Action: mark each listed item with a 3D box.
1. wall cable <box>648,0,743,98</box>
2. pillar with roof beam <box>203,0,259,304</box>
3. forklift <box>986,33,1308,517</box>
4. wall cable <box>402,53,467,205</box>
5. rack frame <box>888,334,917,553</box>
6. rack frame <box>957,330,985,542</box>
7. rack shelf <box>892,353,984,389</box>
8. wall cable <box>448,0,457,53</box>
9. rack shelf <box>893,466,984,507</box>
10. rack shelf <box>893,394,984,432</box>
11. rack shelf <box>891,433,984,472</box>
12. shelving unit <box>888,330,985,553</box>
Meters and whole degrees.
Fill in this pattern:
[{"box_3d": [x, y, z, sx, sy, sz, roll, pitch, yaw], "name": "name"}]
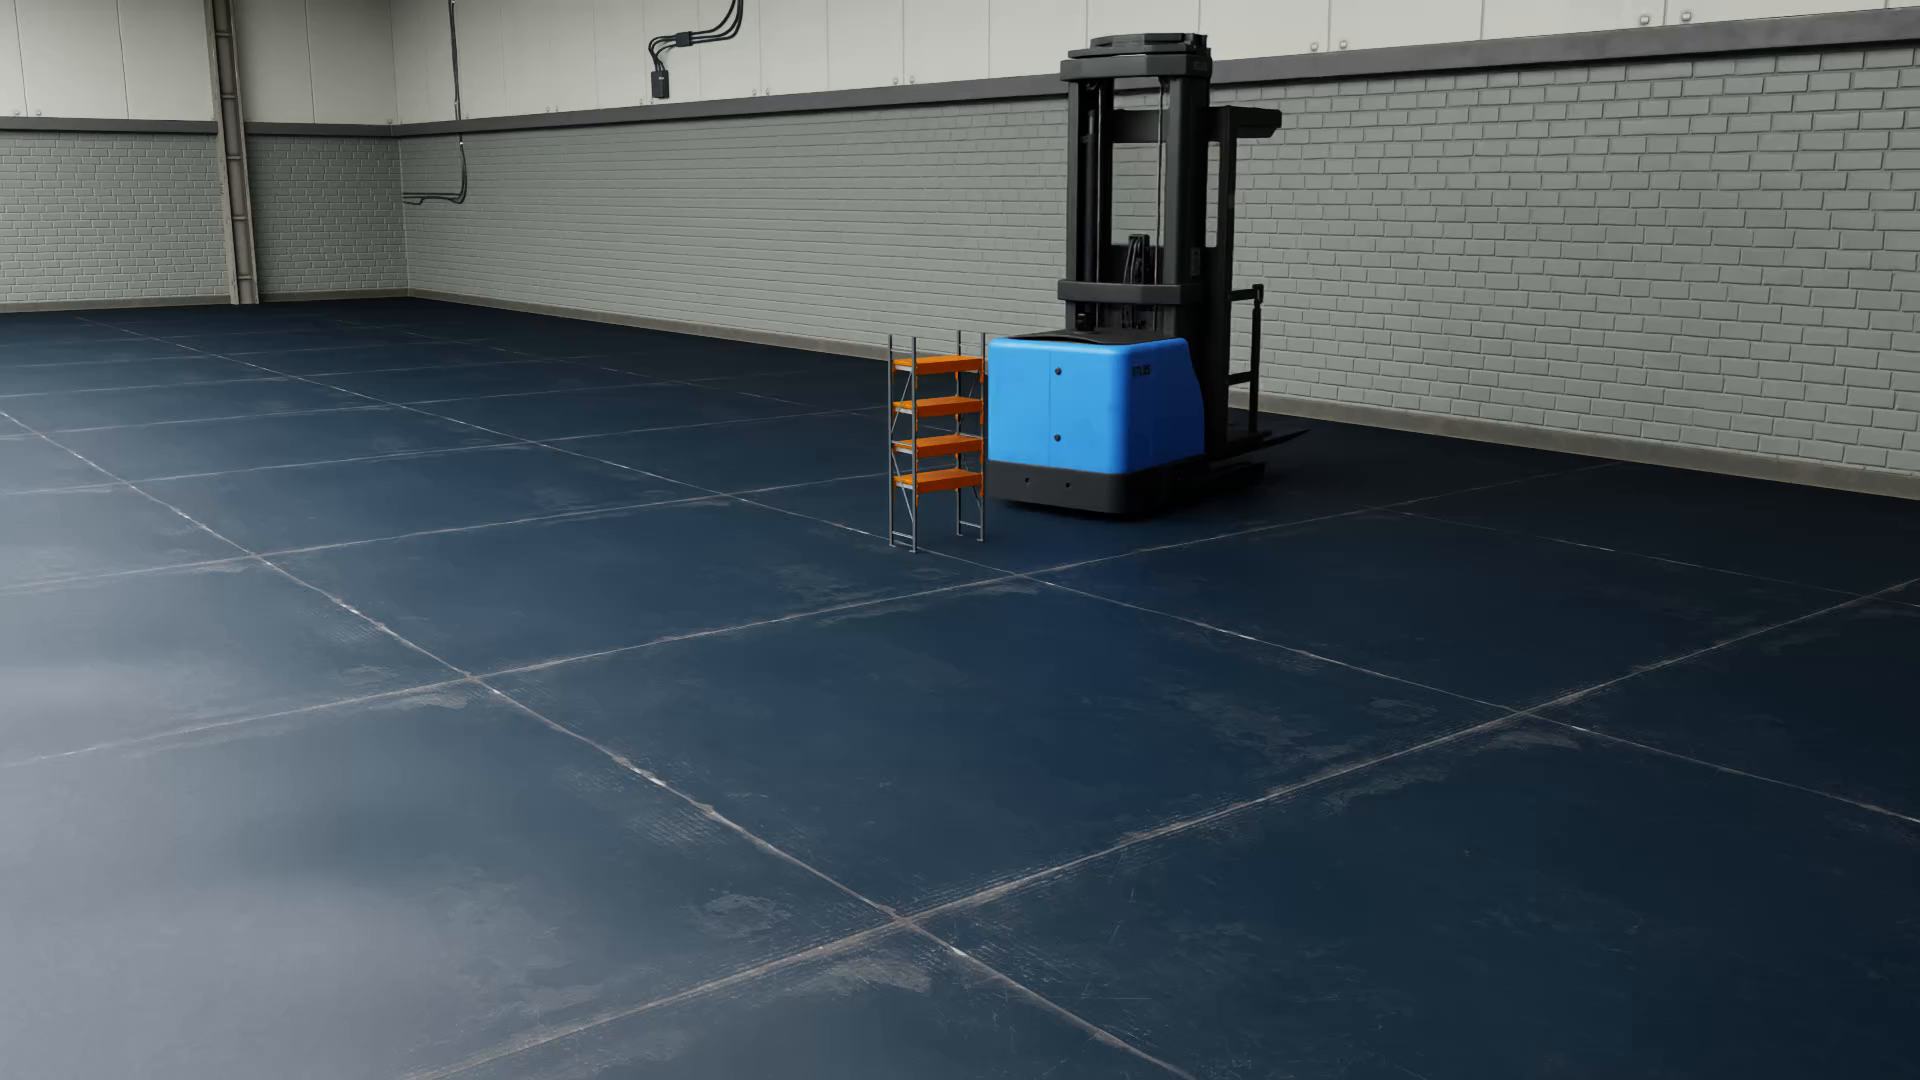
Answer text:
[{"box_3d": [-3.496, -8.840, 21.408, 0.169, 6.003, 2.305, -9, 15, -38], "name": "wall cable"}, {"box_3d": [-9.851, -7.852, 24.944, 0.400, 9.000, 9.100, -9, 15, -38], "name": "pillar with roof beam"}, {"box_3d": [1.443, -1.831, 11.197, 1.130, 2.935, 3.031, 9, 15, 35], "name": "forklift"}, {"box_3d": [-9.414, -7.200, 29.345, 0.112, 2.526, 3.097, -9, 15, -38], "name": "wall cable"}, {"box_3d": [-0.320, -0.534, 9.254, 0.015, 1.200, 0.240, -9, 15, -38], "name": "rack frame"}, {"box_3d": [0.061, -0.597, 9.552, 0.015, 1.200, 0.240, -9, 15, -38], "name": "rack frame"}, {"box_3d": [-0.129, -0.950, 9.321, 0.480, 0.148, 0.258, -9, 15, -38], "name": "rack shelf"}, {"box_3d": [-7.724, -9.231, 26.754, 0.112, 2.526, 3.097, -9, 15, -38], "name": "wall cable"}, {"box_3d": [-0.129, -0.305, 9.458, 0.480, 0.148, 0.258, -9, 15, -38], "name": "rack shelf"}, {"box_3d": [-0.129, -0.718, 9.370, 0.480, 0.148, 0.258, -9, 15, -38], "name": "rack shelf"}, {"box_3d": [-0.129, -0.500, 9.417, 0.480, 0.148, 0.258, -9, 15, -38], "name": "rack shelf"}, {"box_3d": [-0.129, -0.565, 9.403, 0.503, 1.200, 0.258, -9, 15, -38], "name": "shelving unit"}]
